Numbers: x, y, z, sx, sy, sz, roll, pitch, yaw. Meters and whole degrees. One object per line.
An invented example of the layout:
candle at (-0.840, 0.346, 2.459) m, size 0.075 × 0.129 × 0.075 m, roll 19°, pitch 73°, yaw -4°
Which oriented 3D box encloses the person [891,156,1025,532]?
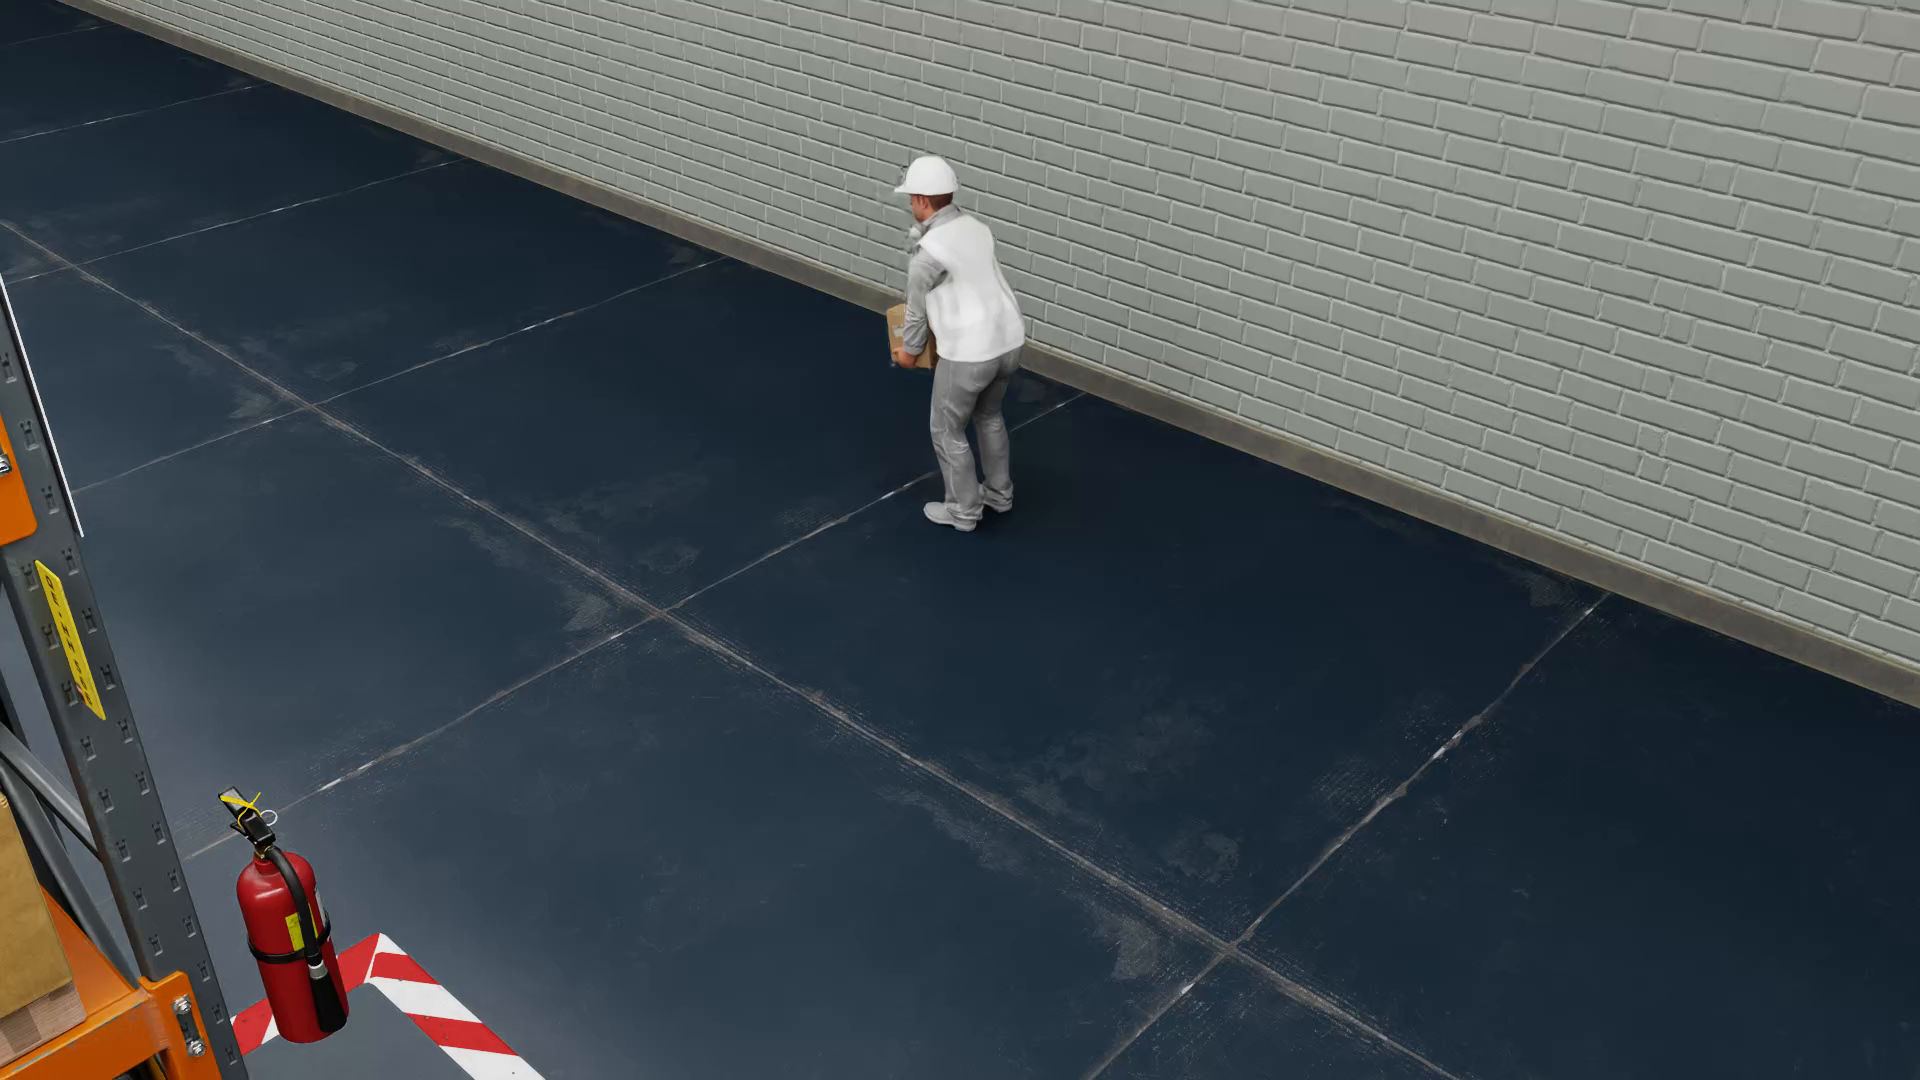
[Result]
person at (-0.014, -0.896, 7.648) m, size 0.615 × 1.722 × 0.452 m, roll 24°, pitch 39°, yaw 34°
